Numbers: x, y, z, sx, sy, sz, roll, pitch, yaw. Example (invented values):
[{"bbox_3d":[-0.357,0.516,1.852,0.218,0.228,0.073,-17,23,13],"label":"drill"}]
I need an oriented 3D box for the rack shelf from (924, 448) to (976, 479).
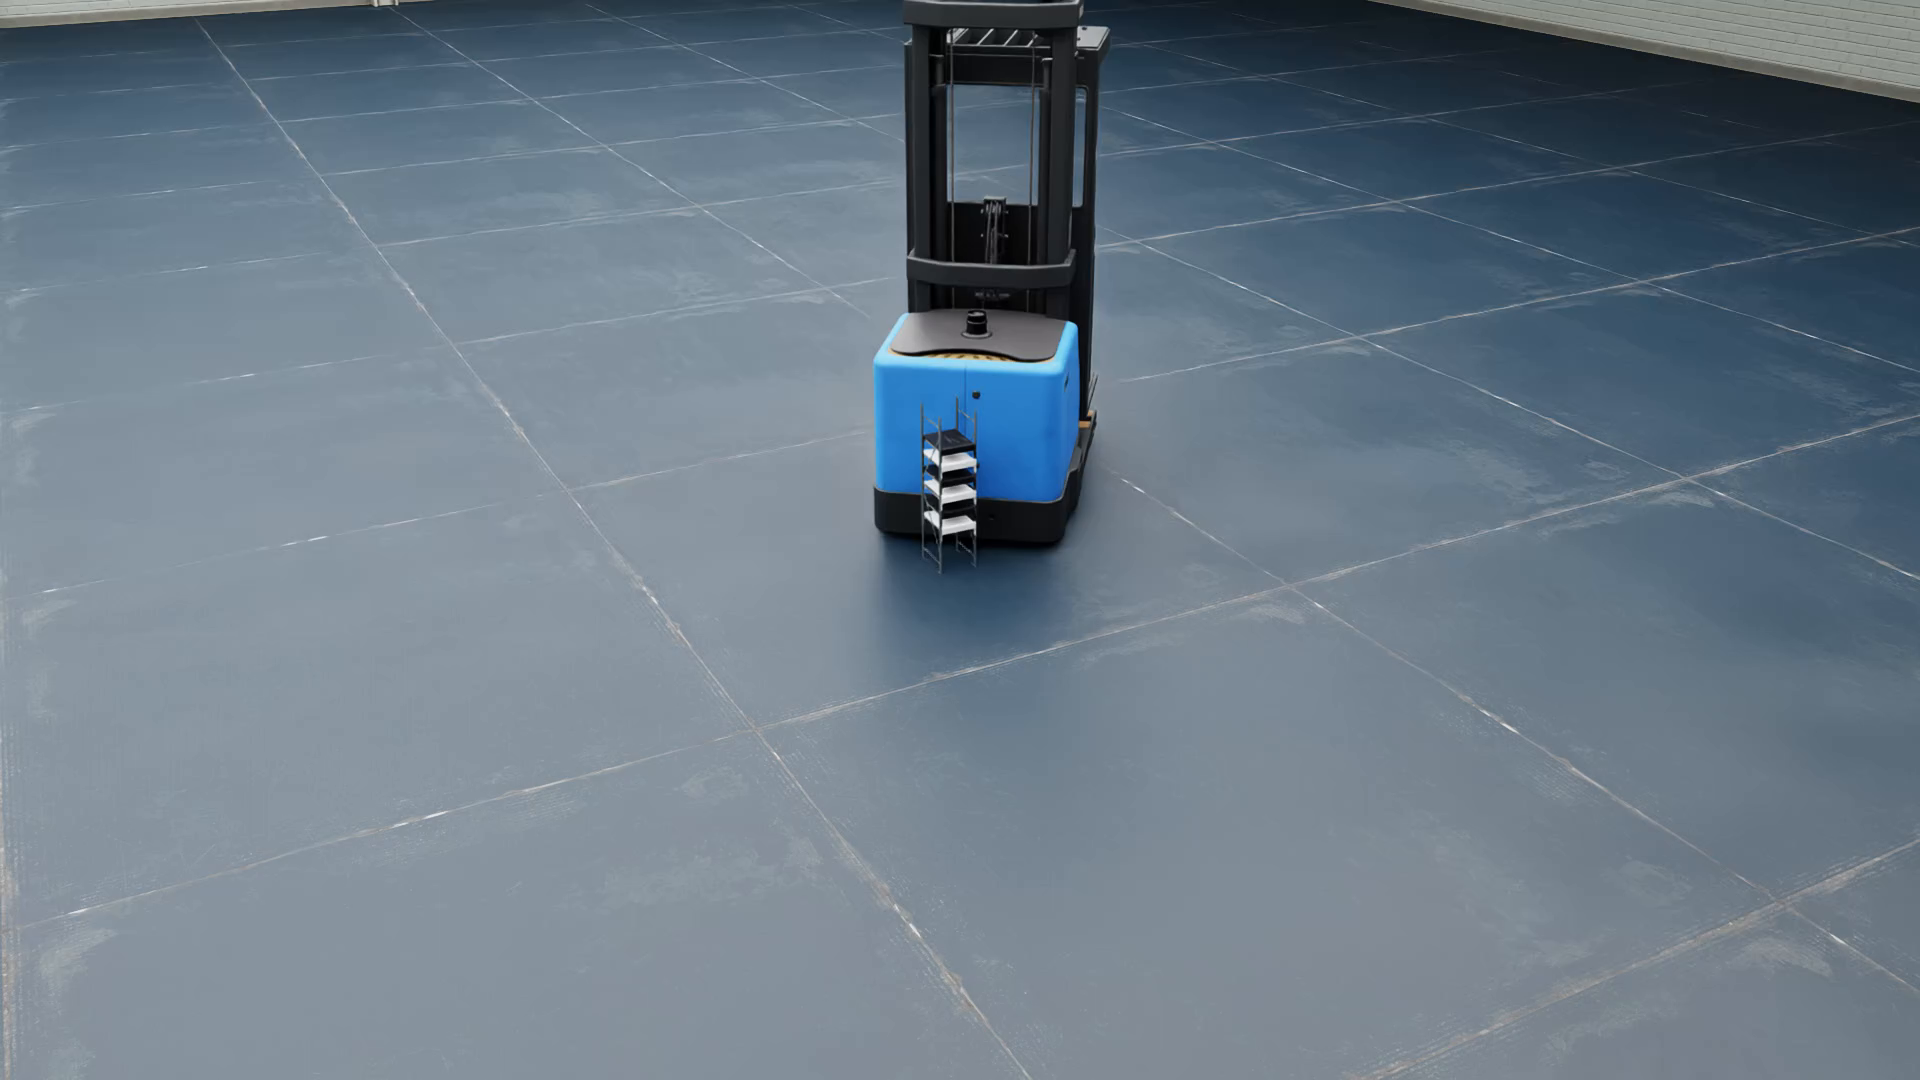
[{"bbox_3d":[-0.060,-0.415,8.736,0.200,0.077,0.258,-12,28,-23],"label":"rack shelf"}]

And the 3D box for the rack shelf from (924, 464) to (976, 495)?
[{"bbox_3d":[-0.060,-0.334,8.775,0.200,0.077,0.258,-12,28,-23],"label":"rack shelf"}]

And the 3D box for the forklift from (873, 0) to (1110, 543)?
[{"bbox_3d":[0.273,-1.918,9.859,1.130,2.935,3.031,4,26,8],"label":"forklift"}]

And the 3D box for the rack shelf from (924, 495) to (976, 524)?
[{"bbox_3d":[-0.060,-0.172,8.853,0.200,0.077,0.258,-12,28,-23],"label":"rack shelf"}]

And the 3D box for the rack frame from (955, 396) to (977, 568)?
[{"bbox_3d":[0.031,-0.302,8.839,0.006,0.900,0.240,-12,28,-23],"label":"rack frame"}]

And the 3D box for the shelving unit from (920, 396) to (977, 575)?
[{"bbox_3d":[-0.060,-0.283,8.799,0.210,0.900,0.258,-12,28,-23],"label":"shelving unit"}]

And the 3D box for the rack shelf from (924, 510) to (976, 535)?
[{"bbox_3d":[-0.060,-0.090,8.891,0.200,0.077,0.258,-12,28,-23],"label":"rack shelf"}]

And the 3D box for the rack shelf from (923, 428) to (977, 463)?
[{"bbox_3d":[-0.060,-0.496,8.697,0.200,0.077,0.258,-12,28,-23],"label":"rack shelf"}]

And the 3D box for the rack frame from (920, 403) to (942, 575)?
[{"bbox_3d":[-0.151,-0.263,8.759,0.006,0.900,0.240,-12,28,-23],"label":"rack frame"}]

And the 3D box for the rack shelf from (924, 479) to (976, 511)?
[{"bbox_3d":[-0.060,-0.253,8.814,0.200,0.077,0.258,-12,28,-23],"label":"rack shelf"}]

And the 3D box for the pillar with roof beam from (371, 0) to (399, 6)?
[{"bbox_3d":[-7.691,-11.459,22.720,0.400,9.000,9.100,-13,29,-25],"label":"pillar with roof beam"}]
